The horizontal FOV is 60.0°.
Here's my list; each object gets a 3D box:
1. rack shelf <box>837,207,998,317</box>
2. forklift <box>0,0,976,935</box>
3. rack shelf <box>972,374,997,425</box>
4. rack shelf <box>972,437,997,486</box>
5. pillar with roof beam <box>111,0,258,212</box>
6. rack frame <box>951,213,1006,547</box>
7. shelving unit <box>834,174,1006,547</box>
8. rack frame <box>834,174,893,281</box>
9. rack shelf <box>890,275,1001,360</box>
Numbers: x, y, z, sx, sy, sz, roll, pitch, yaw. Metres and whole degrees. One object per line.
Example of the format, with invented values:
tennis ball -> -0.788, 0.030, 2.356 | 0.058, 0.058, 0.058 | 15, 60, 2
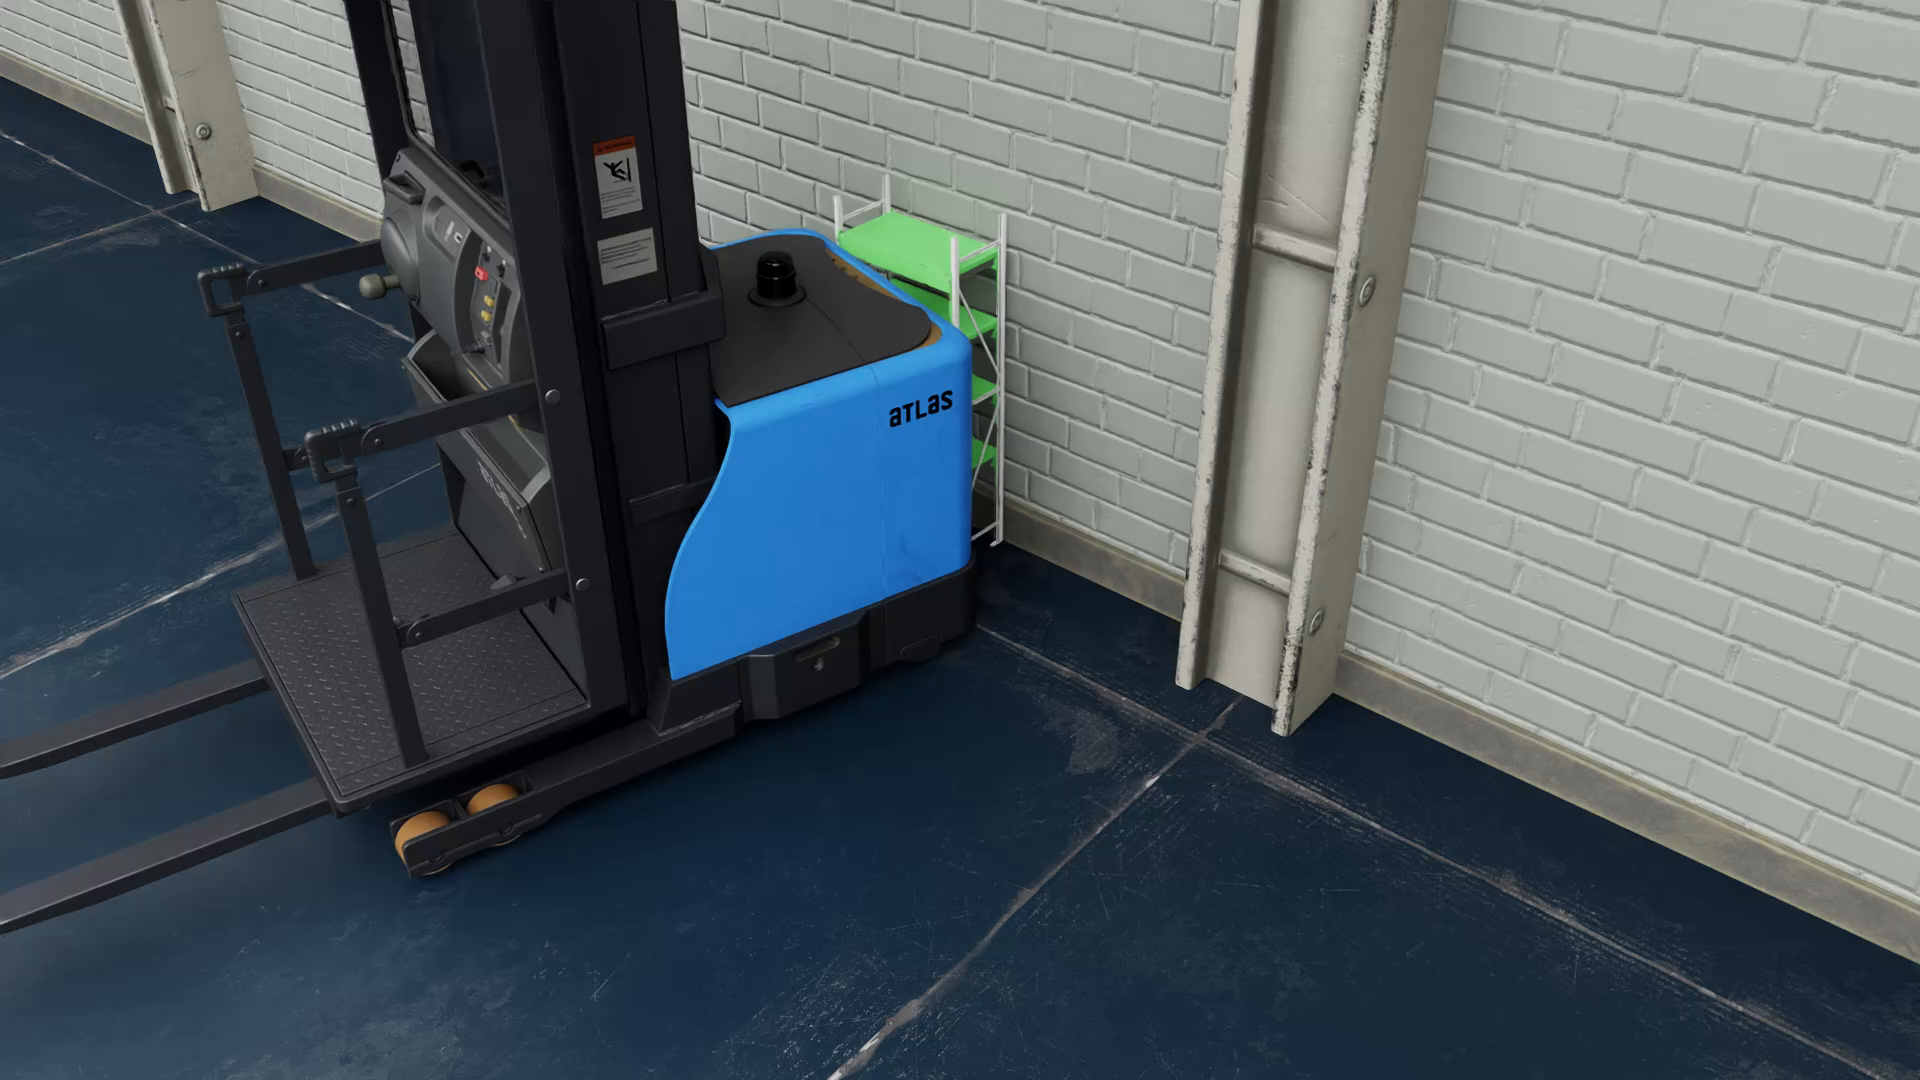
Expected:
rack shelf -> -0.125, -0.880, 5.228 | 0.480, 0.148, 0.258 | 26, 42, 33
forklift -> -1.459, -0.657, 4.117 | 3.031, 2.935, 1.130 | -21, 40, -27
rack shelf -> -0.123, -0.483, 5.497 | 0.480, 0.148, 0.258 | 26, 42, 33
rack shelf -> -0.122, -0.284, 5.632 | 0.480, 0.148, 0.258 | 26, 42, 33
pillar with roof beam -> -6.457, -3.566, 2.994 | 0.400, 9.000, 9.100 | 25, 42, 32
rack frame -> 0.060, -0.446, 5.328 | 0.015, 1.200, 0.240 | 26, 42, 33
shelving unit -> -0.123, -0.535, 5.461 | 0.503, 1.200, 0.258 | 26, 42, 33
rack frame -> -0.307, -0.625, 5.595 | 0.015, 1.200, 0.240 | 26, 42, 33
rack shelf -> -0.124, -0.681, 5.362 | 0.480, 0.148, 0.258 | 26, 42, 33
